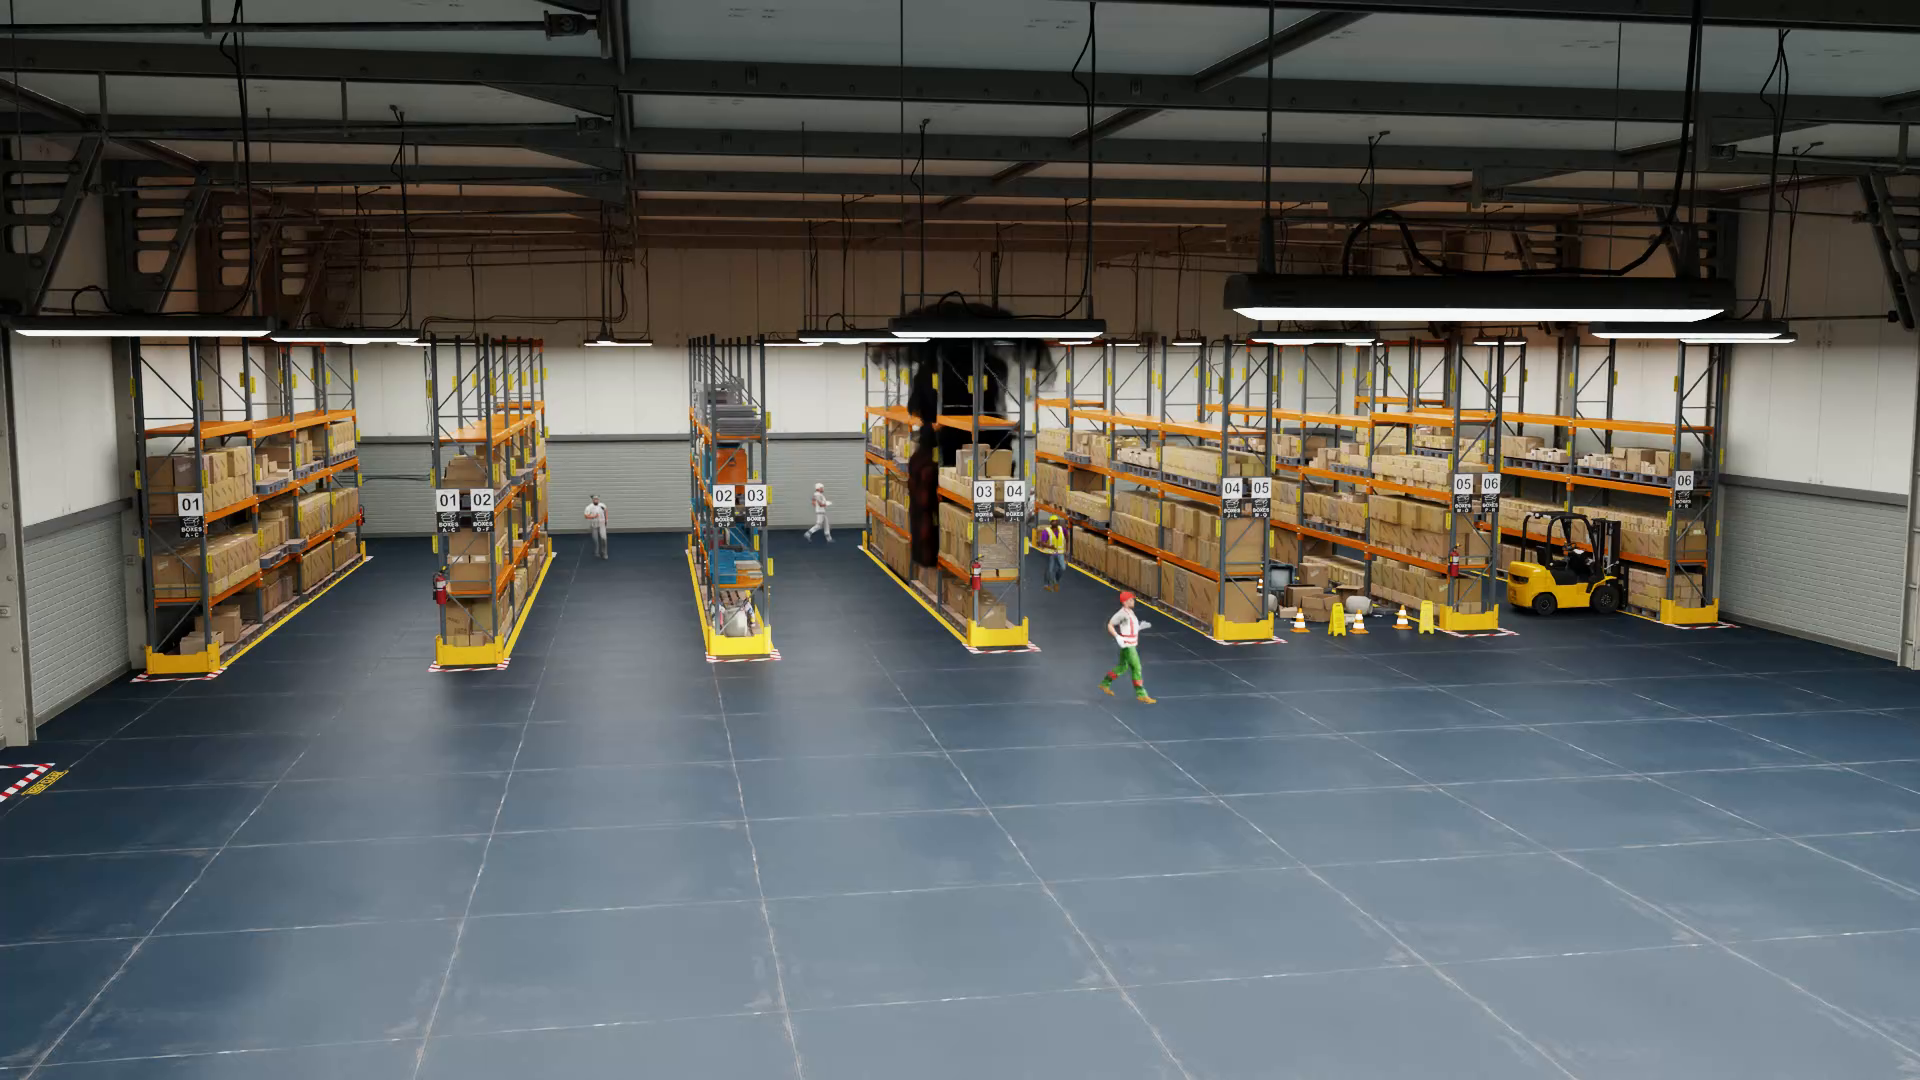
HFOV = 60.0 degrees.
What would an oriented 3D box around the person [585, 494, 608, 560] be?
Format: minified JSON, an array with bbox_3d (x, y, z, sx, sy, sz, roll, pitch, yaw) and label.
[{"bbox_3d":[-9.932,-0.366,45.505,0.634,1.836,0.757,-2,7,-14],"label":"person"}]

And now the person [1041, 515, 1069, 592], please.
[{"bbox_3d":[2.147,0.308,37.194,0.731,1.745,0.785,-2,7,-16],"label":"person"}]

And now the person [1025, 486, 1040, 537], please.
[{"bbox_3d":[2.079,-0.812,49.923,0.773,1.621,0.647,1,7,10],"label":"person"}]

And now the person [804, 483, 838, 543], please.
[{"bbox_3d":[-4.103,-0.782,48.865,0.998,1.764,0.668,-1,7,-5],"label":"person"}]

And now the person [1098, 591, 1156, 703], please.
[{"bbox_3d":[2.713,1.721,26.945,0.982,1.786,0.662,2,7,16],"label":"person"}]
